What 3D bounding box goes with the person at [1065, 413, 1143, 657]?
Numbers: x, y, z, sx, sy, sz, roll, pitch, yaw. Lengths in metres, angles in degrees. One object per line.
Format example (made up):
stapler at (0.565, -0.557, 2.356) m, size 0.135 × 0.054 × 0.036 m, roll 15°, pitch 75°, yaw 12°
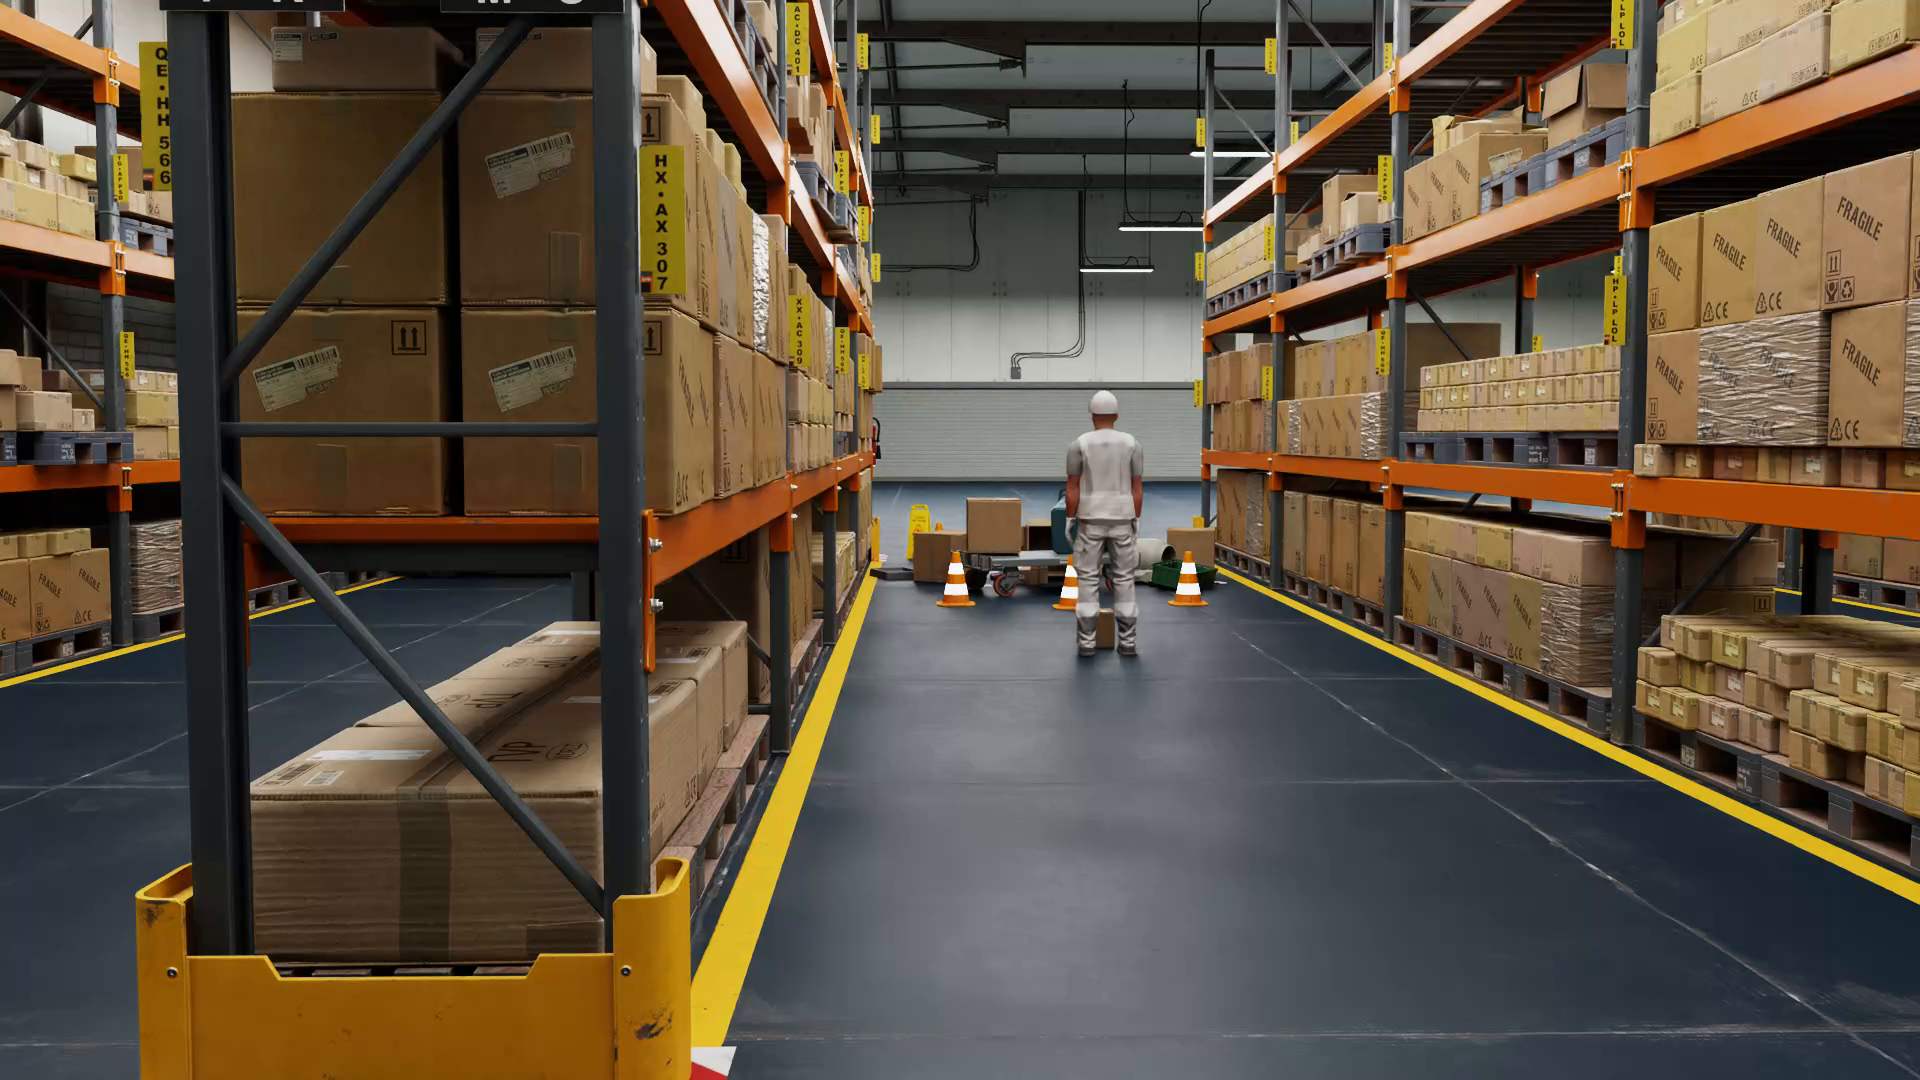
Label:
person at (13.270, -0.639, 19.817) m, size 25.183 × 1.740 × 17.442 m, roll 0°, pitch 4°, yaw 0°
